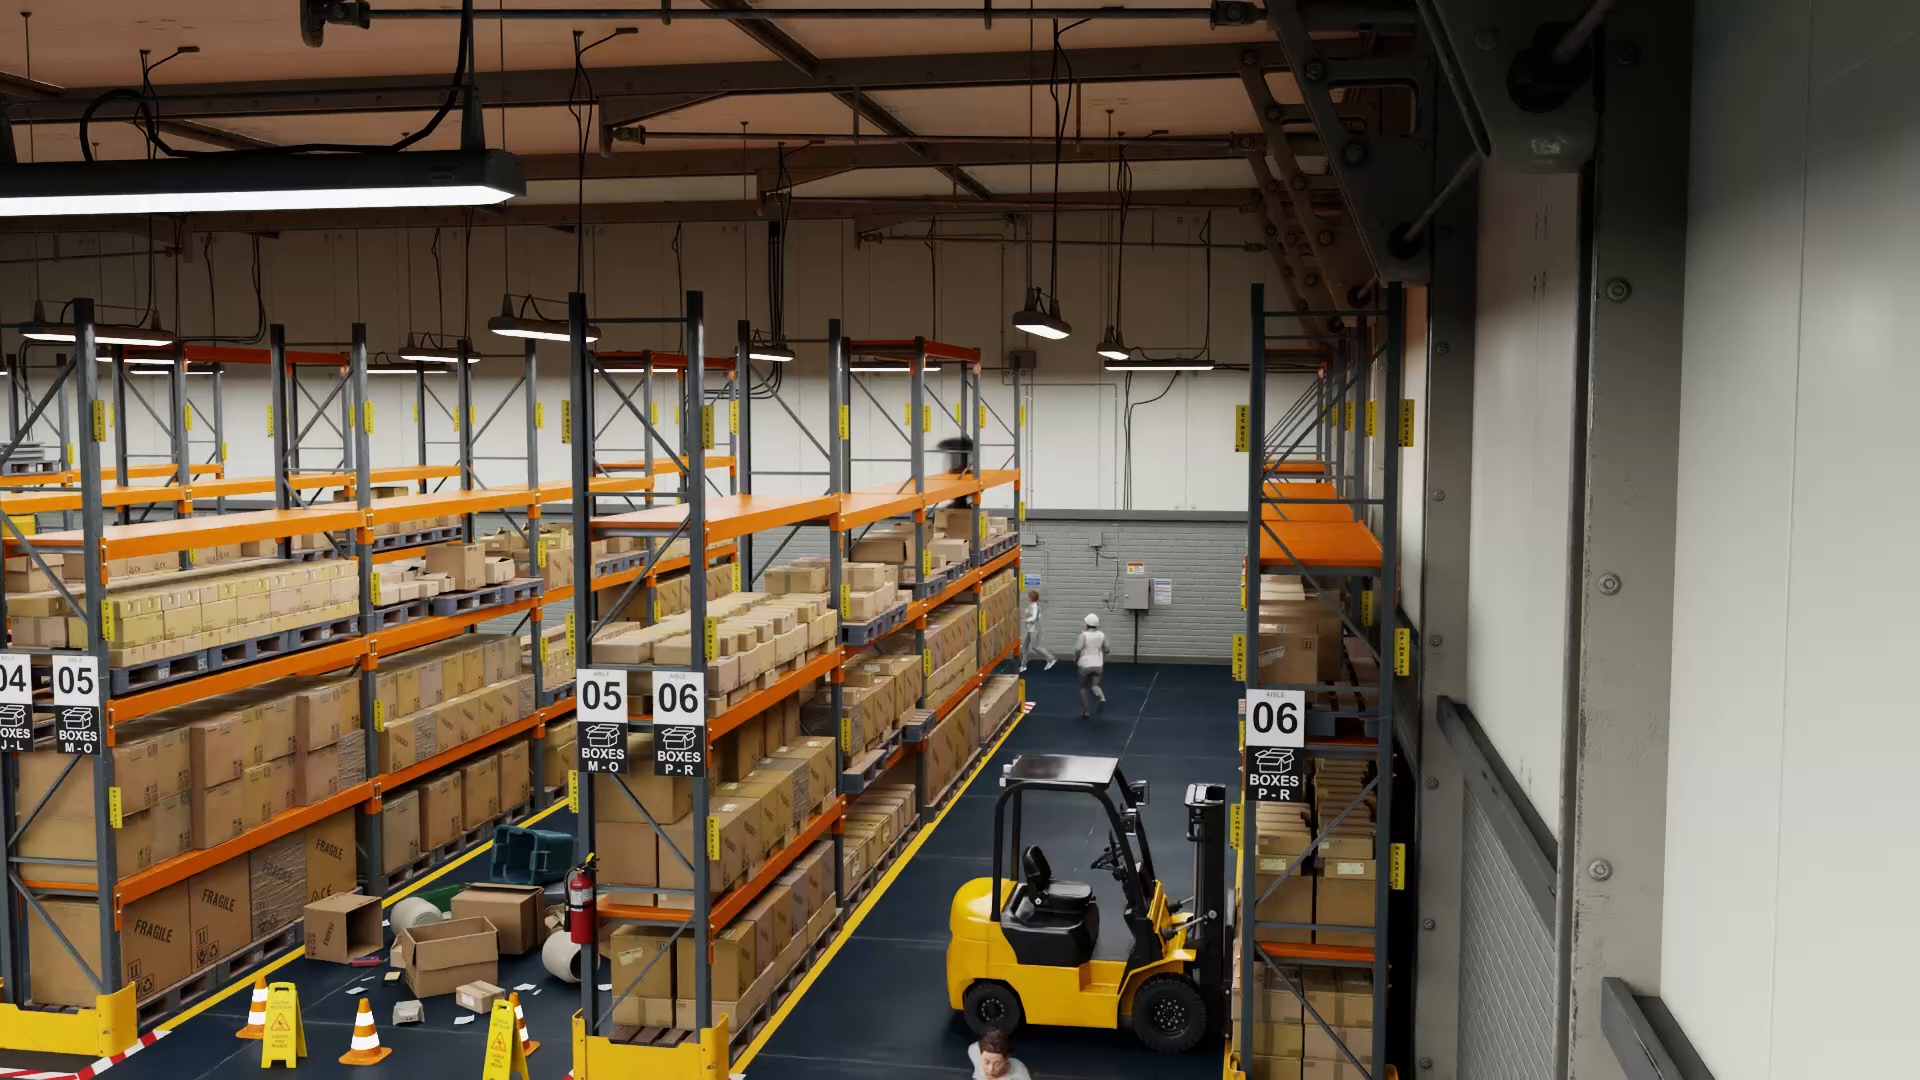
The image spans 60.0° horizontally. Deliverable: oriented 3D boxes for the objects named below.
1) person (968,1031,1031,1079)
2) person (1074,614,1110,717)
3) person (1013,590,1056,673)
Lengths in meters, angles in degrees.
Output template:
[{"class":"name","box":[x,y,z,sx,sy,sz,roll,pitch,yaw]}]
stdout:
[{"class":"person","box":[0.236,3.628,10.205,0.572,1.421,0.918,2,5,22]},{"class":"person","box":[2.174,2.097,27.502,0.666,1.767,0.801,-1,5,-16]},{"class":"person","box":[1.447,1.772,32.179,0.826,1.608,0.557,0,5,-5]}]
